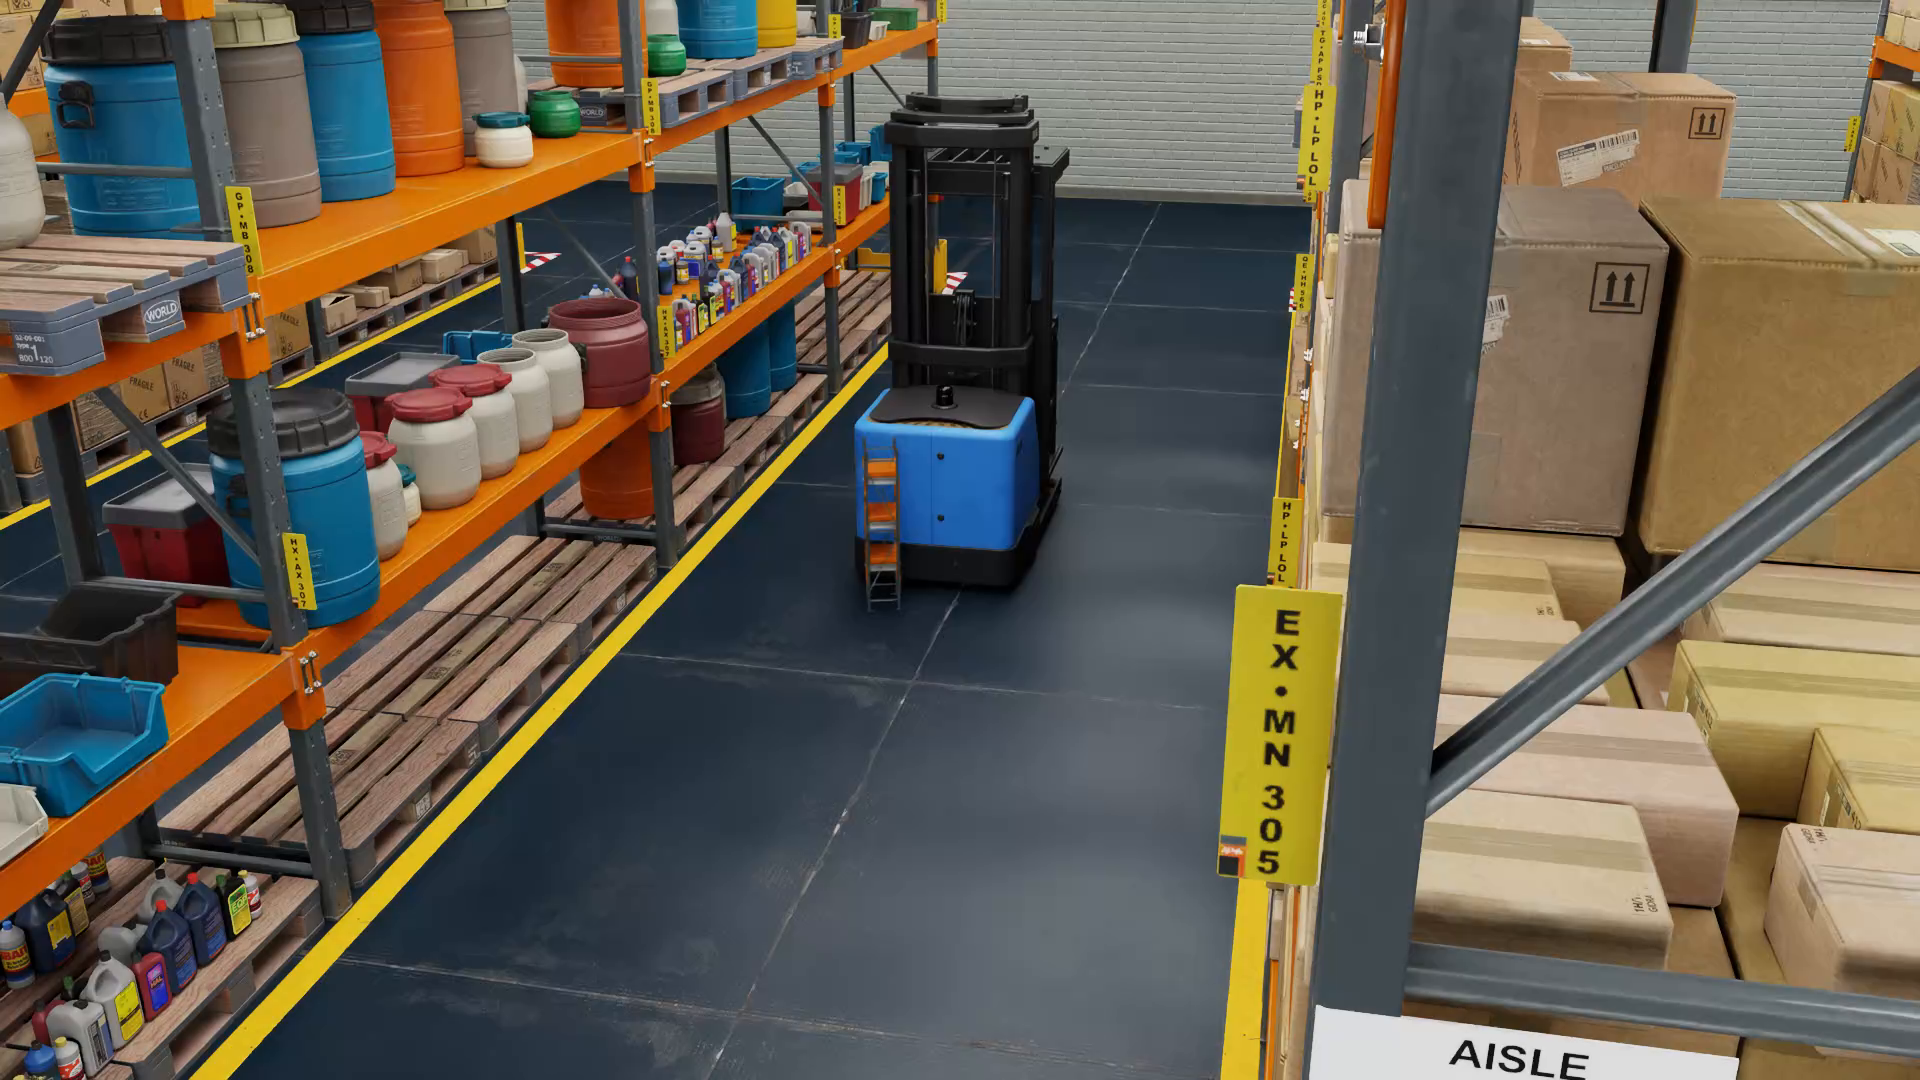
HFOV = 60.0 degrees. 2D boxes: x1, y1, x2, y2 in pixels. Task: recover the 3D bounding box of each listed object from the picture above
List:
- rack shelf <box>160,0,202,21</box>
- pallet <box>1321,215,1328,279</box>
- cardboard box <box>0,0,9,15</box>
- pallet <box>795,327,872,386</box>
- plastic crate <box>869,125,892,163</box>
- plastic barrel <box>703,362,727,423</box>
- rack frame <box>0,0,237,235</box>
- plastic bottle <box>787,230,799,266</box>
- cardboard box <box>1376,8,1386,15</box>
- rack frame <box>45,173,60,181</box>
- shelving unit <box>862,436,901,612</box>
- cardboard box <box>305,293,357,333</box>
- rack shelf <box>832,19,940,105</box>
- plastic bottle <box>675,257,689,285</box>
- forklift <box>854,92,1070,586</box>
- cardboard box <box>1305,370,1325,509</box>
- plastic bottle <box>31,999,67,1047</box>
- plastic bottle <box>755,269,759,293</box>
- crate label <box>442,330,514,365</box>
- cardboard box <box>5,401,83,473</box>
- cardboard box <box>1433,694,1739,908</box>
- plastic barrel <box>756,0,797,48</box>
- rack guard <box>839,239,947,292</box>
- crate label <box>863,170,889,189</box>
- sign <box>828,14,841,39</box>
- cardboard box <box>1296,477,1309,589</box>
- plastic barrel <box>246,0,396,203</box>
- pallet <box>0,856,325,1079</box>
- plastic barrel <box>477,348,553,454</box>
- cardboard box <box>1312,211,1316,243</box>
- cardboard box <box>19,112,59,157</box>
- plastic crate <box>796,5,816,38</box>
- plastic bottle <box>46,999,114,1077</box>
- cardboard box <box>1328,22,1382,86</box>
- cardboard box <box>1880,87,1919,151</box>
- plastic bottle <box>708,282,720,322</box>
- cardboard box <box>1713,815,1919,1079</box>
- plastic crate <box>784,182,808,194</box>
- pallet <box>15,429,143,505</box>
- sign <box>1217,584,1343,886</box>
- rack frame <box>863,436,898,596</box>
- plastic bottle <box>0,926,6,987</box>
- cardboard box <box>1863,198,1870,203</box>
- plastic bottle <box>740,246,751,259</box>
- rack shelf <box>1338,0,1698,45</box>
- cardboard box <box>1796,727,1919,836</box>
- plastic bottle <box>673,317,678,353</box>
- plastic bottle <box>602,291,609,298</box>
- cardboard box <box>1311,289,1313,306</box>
[{"bbox_3d":[-3.587,-1.323,4.091,1.077,0.370,4.000,4,22,11],"label":"rack shelf"},{"bbox_3d":[1.900,-0.935,5.896,1.213,0.211,1.003,4,22,11],"label":"pallet"},{"bbox_3d":[-7.012,-3.880,11.484,0.500,0.500,0.500,4,22,11],"label":"cardboard box"},{"bbox_3d":[-1.435,-1.695,15.279,1.003,0.211,1.213,4,22,11],"label":"pallet"},{"bbox_3d":[-0.616,-4.087,17.358,0.616,0.435,0.499,4,22,11],"label":"plastic crate"},{"bbox_3d":[-2.022,-1.101,12.840,0.421,0.512,0.421,0,22,0],"label":"plastic barrel"},{"bbox_3d":[-3.179,-2.573,5.698,1.000,3.000,0.127,4,22,11],"label":"rack frame"},{"bbox_3d":[-1.385,-2.357,13.356,0.152,0.276,0.135,4,22,11],"label":"plastic bottle"},{"bbox_3d":[2.540,-2.739,9.423,0.797,0.503,0.637,6,23,14],"label":"cardboard box"},{"bbox_3d":[-10.429,-4.935,19.591,1.000,3.000,0.127,4,22,11],"label":"rack frame"},{"bbox_3d":[-0.479,-0.095,10.183,0.215,1.050,0.252,-2,22,-5],"label":"shelving unit"},{"bbox_3d":[-6.098,-2.189,15.785,0.500,0.311,0.500,4,22,11],"label":"cardboard box"},{"bbox_3d":[-1.139,-4.506,15.474,1.077,0.370,4.000,4,22,11],"label":"rack shelf"},{"bbox_3d":[-2.124,-2.058,12.714,0.097,0.201,0.097,0,22,0],"label":"plastic bottle"},{"bbox_3d":[0.127,-1.590,11.378,1.130,2.935,3.031,4,22,11],"label":"forklift"},{"bbox_3d":[1.112,-0.215,4.058,0.500,0.250,0.500,4,22,9],"label":"cardboard box"},{"bbox_3d":[-3.275,1.762,6.010,0.061,0.283,0.133,4,22,11],"label":"plastic bottle"},{"bbox_3d":[-1.560,-1.959,12.468,0.097,0.201,0.097,0,22,0],"label":"plastic bottle"},{"bbox_3d":[-2.830,-0.927,9.593,0.502,0.435,0.616,4,22,11],"label":"crate label"},{"bbox_3d":[-6.839,-0.822,12.136,0.500,0.500,0.500,5,23,13],"label":"cardboard box"},{"bbox_3d":[0.773,0.331,2.167,0.380,0.149,0.250,4,22,9],"label":"cardboard box"},{"bbox_3d":[-1.534,-4.041,12.542,0.600,0.588,0.600,0,22,0],"label":"plastic barrel"},{"bbox_3d":[-0.738,-3.030,18.207,1.175,0.500,0.348,4,22,11],"label":"rack guard"},{"bbox_3d":[-0.826,-3.564,16.461,0.396,0.136,0.243,4,22,11],"label":"crate label"},{"bbox_3d":[-1.009,-4.069,13.415,0.100,0.325,0.005,4,22,11],"label":"sign"},{"bbox_3d":[1.329,0.084,5.260,0.500,0.500,0.500,4,22,11],"label":"cardboard box"},{"bbox_3d":[-3.021,-2.096,7.855,0.600,0.901,0.708,4,22,11],"label":"plastic barrel"},{"bbox_3d":[-3.357,1.745,6.738,1.003,0.211,1.213,4,22,11],"label":"pallet"},{"bbox_3d":[-2.450,-0.759,9.073,0.421,0.512,0.421,0,22,0],"label":"plastic barrel"},{"bbox_3d":[3.135,-2.589,13.569,0.500,0.250,0.500,4,22,10],"label":"cardboard box"},{"bbox_3d":[-10.661,-4.619,18.407,0.980,0.700,0.700,4,22,10],"label":"cardboard box"},{"bbox_3d":[-1.485,-4.729,15.223,0.437,0.282,0.530,4,22,11],"label":"plastic crate"},{"bbox_3d":[-3.170,1.774,5.992,0.152,0.276,0.135,5,22,12],"label":"plastic bottle"},{"bbox_3d":[2.031,-2.208,8.003,0.500,0.500,0.500,5,22,11],"label":"cardboard box"},{"bbox_3d":[8.505,-3.706,14.670,0.500,0.500,0.500,5,22,12],"label":"cardboard box"},{"bbox_3d":[-1.739,-1.670,11.658,0.097,0.271,0.097,0,22,0],"label":"plastic bottle"},{"bbox_3d":[1.205,0.571,2.105,0.500,0.250,0.500,5,22,13],"label":"cardboard box"},{"bbox_3d":[-1.486,-3.282,15.760,0.293,0.136,0.466,4,22,11],"label":"plastic crate"},{"bbox_3d":[-7.022,-0.609,12.584,1.003,0.211,1.213,4,22,11],"label":"pallet"},{"bbox_3d":[0.314,0.198,1.646,0.100,0.325,0.005,4,22,11],"label":"sign"},{"bbox_3d":[-0.490,-0.140,10.295,0.200,1.050,0.008,-2,22,-5],"label":"rack frame"},{"bbox_3d":[-3.789,1.567,6.406,0.144,0.351,0.185,4,22,9],"label":"plastic bottle"},{"bbox_3d":[8.555,-3.080,15.323,0.380,0.149,0.250,5,23,13],"label":"cardboard box"},{"bbox_3d":[-1.642,-2.123,12.783,0.097,0.271,0.097,0,22,0],"label":"plastic bottle"},{"bbox_3d":[2.078,-2.408,6.786,1.077,0.370,4.000,4,22,11],"label":"rack shelf"},{"bbox_3d":[1.284,0.372,2.065,0.380,0.149,0.250,5,22,12],"label":"cardboard box"},{"bbox_3d":[-1.908,-1.368,10.907,0.097,0.271,0.097,0,22,0],"label":"plastic bottle"},{"bbox_3d":[-2.510,-1.645,11.689,0.097,0.201,0.097,0,22,0],"label":"plastic bottle"},{"bbox_3d":[2.451,-1.304,10.441,0.500,0.500,0.500,4,22,10],"label":"cardboard box"}]
